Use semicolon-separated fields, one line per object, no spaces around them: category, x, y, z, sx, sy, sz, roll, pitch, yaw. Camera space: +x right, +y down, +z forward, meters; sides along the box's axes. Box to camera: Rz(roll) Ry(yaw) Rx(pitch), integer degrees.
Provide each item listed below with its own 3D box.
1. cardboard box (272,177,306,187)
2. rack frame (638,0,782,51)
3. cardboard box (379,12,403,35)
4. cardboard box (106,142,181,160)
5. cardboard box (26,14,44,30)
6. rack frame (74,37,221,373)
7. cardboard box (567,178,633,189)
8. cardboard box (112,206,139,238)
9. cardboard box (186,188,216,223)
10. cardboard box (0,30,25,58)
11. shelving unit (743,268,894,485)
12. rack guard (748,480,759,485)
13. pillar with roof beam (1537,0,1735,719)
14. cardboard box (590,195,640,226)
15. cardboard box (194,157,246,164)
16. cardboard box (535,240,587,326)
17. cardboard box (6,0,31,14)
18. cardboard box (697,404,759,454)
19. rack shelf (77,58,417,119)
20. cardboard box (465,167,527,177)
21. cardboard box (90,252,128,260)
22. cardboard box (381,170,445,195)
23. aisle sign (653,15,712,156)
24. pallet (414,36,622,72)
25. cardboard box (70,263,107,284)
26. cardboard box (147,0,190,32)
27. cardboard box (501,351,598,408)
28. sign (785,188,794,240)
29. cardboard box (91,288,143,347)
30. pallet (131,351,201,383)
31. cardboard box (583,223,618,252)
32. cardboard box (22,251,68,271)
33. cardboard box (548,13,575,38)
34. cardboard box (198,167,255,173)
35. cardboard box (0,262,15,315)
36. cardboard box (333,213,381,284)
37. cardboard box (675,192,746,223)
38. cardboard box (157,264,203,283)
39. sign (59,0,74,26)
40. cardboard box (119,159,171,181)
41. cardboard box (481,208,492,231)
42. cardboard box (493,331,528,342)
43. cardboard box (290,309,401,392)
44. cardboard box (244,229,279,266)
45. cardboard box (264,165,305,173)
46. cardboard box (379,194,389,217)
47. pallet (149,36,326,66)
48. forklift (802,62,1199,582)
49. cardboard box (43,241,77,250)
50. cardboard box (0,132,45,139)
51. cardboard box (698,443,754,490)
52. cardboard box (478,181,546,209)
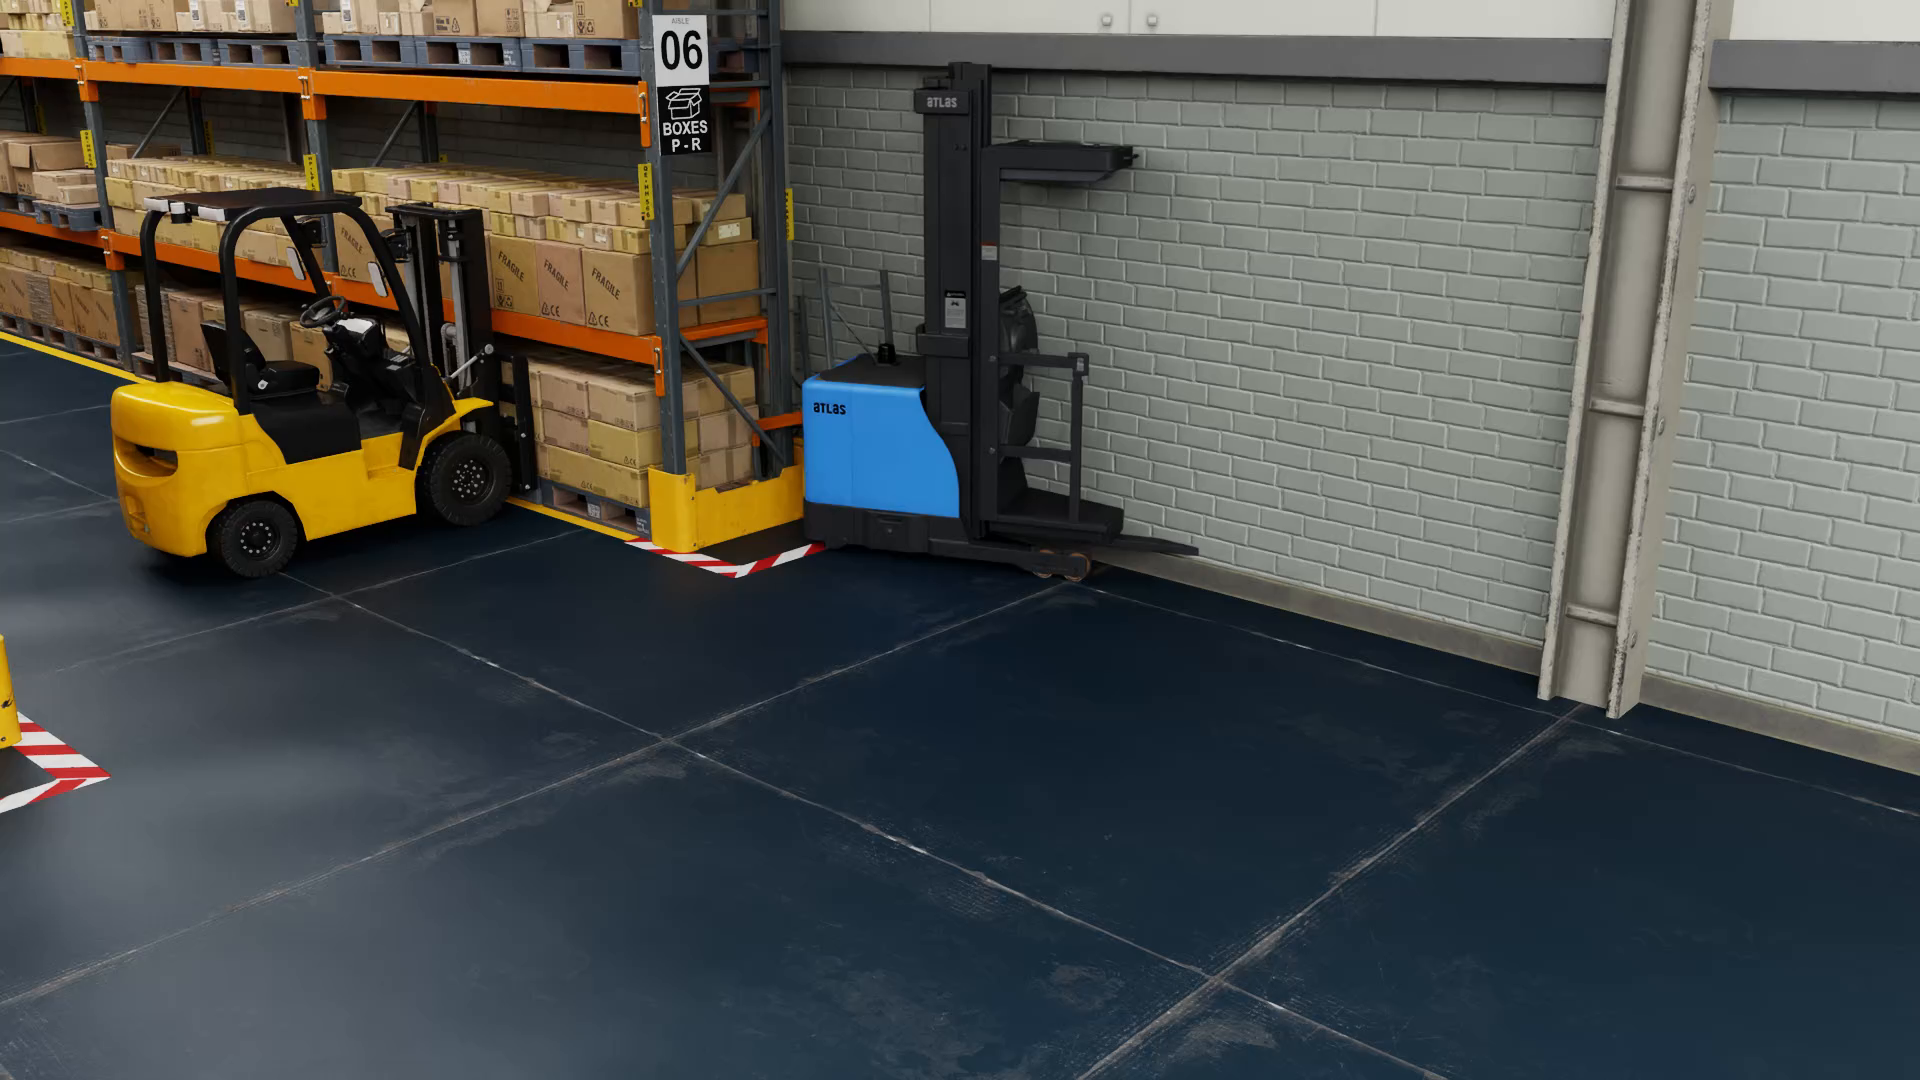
cardboard box;-5.229;-2.799;13.234;0.250;0.149;0.380;15;23;39
rack frame;-1.481;-4.371;9.509;0.127;3.000;1.000;15;23;39
cardboard box;-3.764;-3.559;11.466;0.250;0.149;0.380;16;24;41
cardboard box;-7.746;-3.504;15.836;0.500;0.500;0.500;16;24;42
cardboard box;-8.465;-4.838;15.527;0.250;0.149;0.380;15;23;39
rack frame;-7.465;-3.118;15.477;0.127;3.000;1.000;15;23;39
cardboard box;-2.491;-2.411;11.522;0.250;0.149;0.380;14;23;38
cardboard box;-7.295;-2.902;15.045;0.500;0.250;0.500;15;23;39
cardboard box;-6.143;-2.834;14.003;0.500;0.250;0.500;15;23;40
cardboard box;-8.761;-4.725;15.832;0.500;0.250;0.500;15;23;39
shelving unit;-0.916;-0.936;10.884;0.587;1.500;1.083;-5;1;-36
rack guard;-1.159;-0.292;11.291;0.587;0.250;0.087;-5;1;-36
pillar with roof beam;0.226;-2.536;3.727;0.400;9.000;9.100;15;23;39
cardboard box;-2.094;-2.077;10.468;0.250;0.149;0.380;15;23;39
cardboard box;-6.664;-3.362;15.009;0.250;0.149;0.380;15;23;39
cardboard box;-2.405;-1.705;10.860;0.500;0.500;0.500;16;24;41
cardboard box;-8.699;-5.020;15.611;0.250;0.149;0.380;14;23;38
cardboard box;-1.695;-0.781;11.138;0.500;0.250;0.500;16;23;40
rack shelf;-5.969;-3.803;13.867;4.000;0.370;1.077;15;23;39
cardboard box;-3.438;-2.672;12.342;0.250;0.149;0.380;14;23;38
cardboard box;-8.651;-2.859;17.026;0.250;0.149;0.380;15;23;40
cardboard box;-3.979;-2.601;12.119;0.250;0.149;0.380;14;23;38
aisle sign;-1.627;-2.671;9.772;0.004;0.787;0.394;15;23;39
pallet;-2.910;-3.292;11.213;1.213;0.211;1.003;15;23;39
cardboard box;-8.395;-2.588;16.174;0.250;0.149;0.380;14;22;37
cardboard box;-6.323;-4.438;13.654;0.500;0.500;0.500;16;23;41
cardboard box;-2.802;-1.100;11.317;0.500;0.250;0.500;15;23;40
sign;-1.108;-2.086;10.665;0.005;0.325;0.100;15;23;39
cardboard box;-7.924;-2.163;15.906;0.500;0.500;0.500;16;24;41
pallet;-6.875;-1.615;15.351;1.213;0.211;1.003;15;23;39
cardboard box;-2.137;-1.919;10.463;0.250;0.149;0.380;16;23;40
cardboard box;-9.347;-2.859;17.027;0.250;0.149;0.380;16;24;41
cardboard box;-2.303;-3.167;10.229;0.250;0.149;0.380;14;22;38
cardboard box;-6.191;-3.057;14.048;0.250;0.149;0.380;15;23;39
cardboard box;-9.839;-2.677;17.526;0.500;0.500;0.500;15;23;39
cardboard box;-4.314;-2.214;12.465;0.500;0.500;0.500;14;22;38
cardboard box;-1.591;-2.126;10.623;0.250;0.149;0.380;14;23;38
cardboard box;-7.648;-2.611;16.246;0.250;0.149;0.380;17;24;42
sign;-7.826;-4.672;14.560;0.005;0.325;0.100;15;23;39
cardboard box;-7.221;-3.291;14.785;0.250;0.149;0.380;16;23;40
cardboard box;-3.029;-2.197;11.339;0.250;0.149;0.380;15;23;39
cardboard box;-3.218;-1.423;12.335;0.500;0.250;0.500;15;23;40
cardboard box;-4.871;-1.485;13.565;0.625;0.625;0.875;16;24;42
cardboard box;-5.403;-2.385;13.416;0.500;0.250;0.500;15;23;39
cardboard box;-5.703;-3.107;14.207;0.250;0.149;0.380;15;23;40
cardboard box;-4.001;-2.450;12.137;0.250;0.149;0.380;15;23;39
pallet;-6.059;-4.118;13.981;1.213;0.211;1.003;16;24;42
forklift;0.591;-1.333;9.966;3.031;2.935;1.130;6;19;19
cardboard box;-9.602;-3.132;17.887;0.250;0.149;0.380;15;23;40
cardboard box;-9.856;-3.917;17.136;0.500;0.500;0.700;15;23;40
cardboard box;-1.719;-0.544;11.219;0.500;0.250;0.500;15;23;39
cardboard box;-3.040;-2.341;11.300;0.250;0.149;0.380;15;23;40
